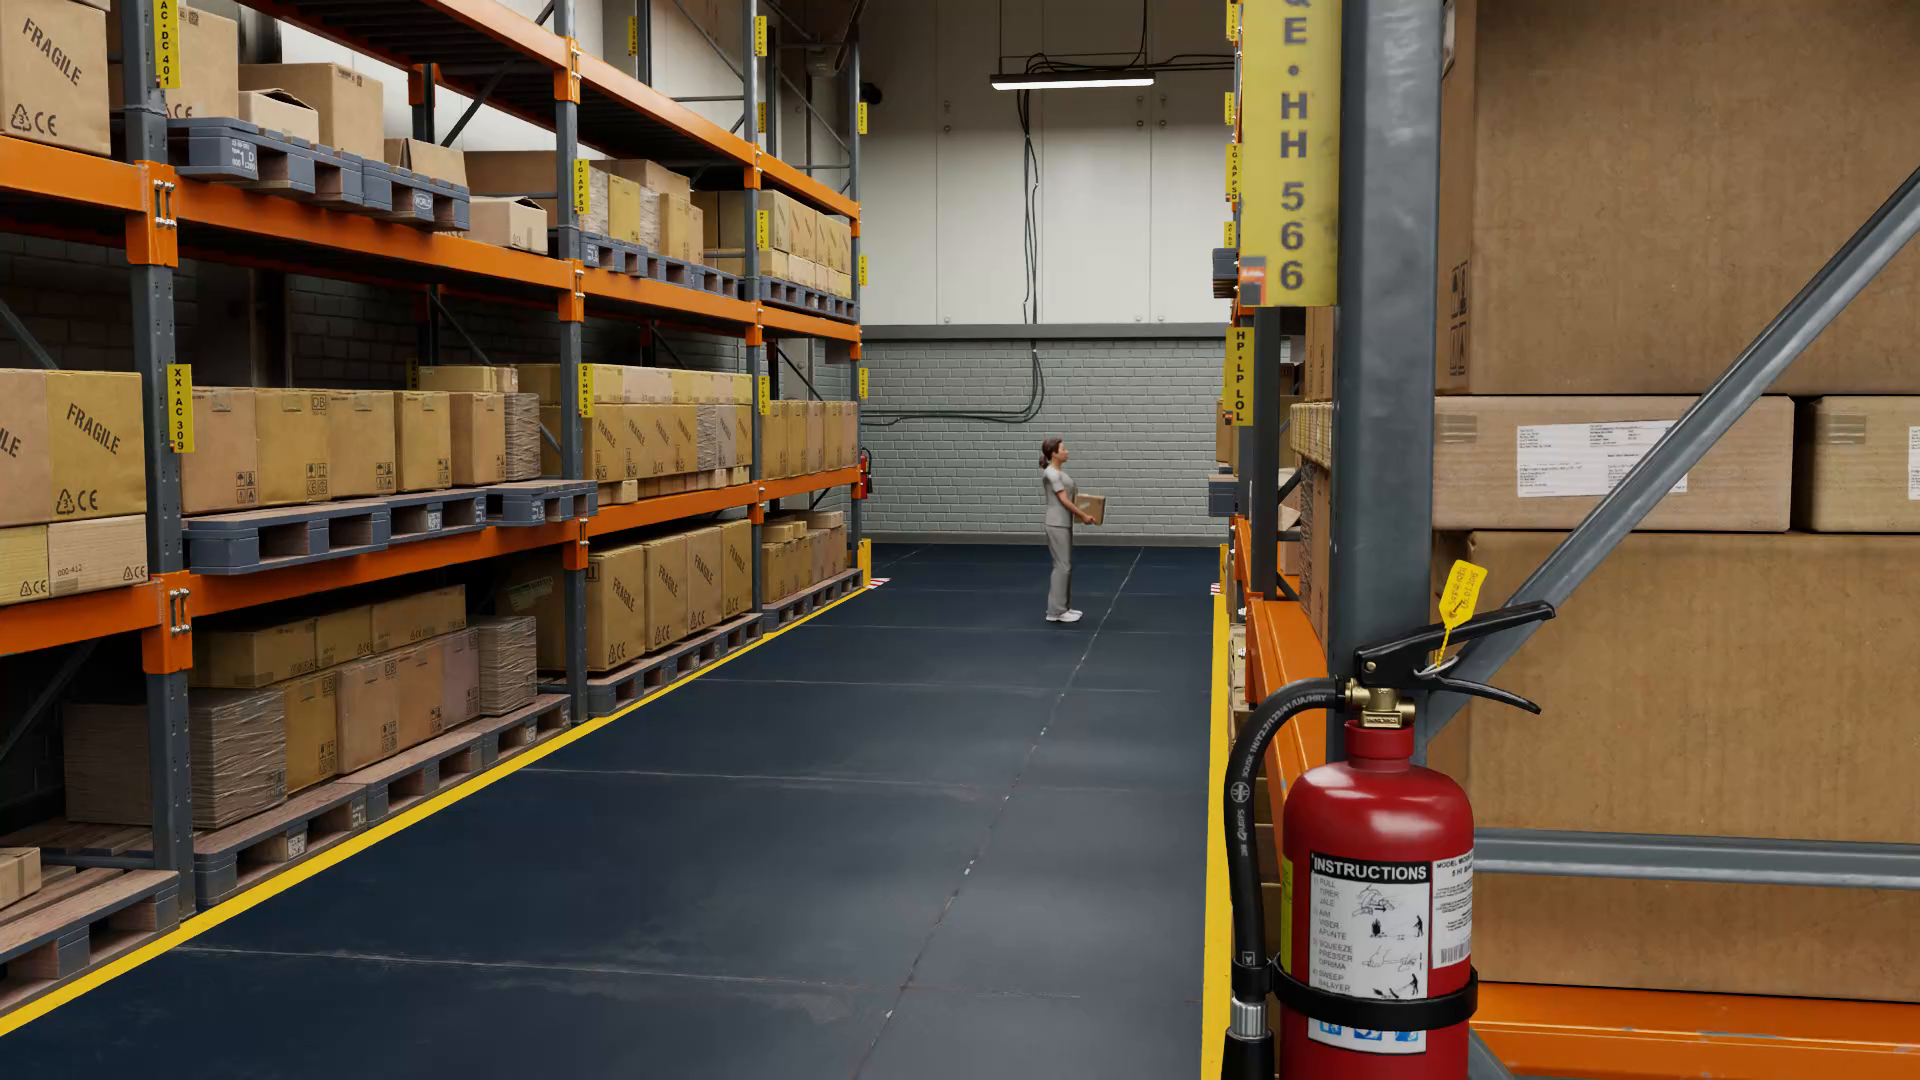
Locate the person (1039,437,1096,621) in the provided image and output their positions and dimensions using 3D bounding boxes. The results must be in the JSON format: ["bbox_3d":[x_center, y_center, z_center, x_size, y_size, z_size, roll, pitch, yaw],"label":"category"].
[{"bbox_3d":[0.979,-0.102,15.182,0.549,1.667,0.442,1,5,8],"label":"person"}]
